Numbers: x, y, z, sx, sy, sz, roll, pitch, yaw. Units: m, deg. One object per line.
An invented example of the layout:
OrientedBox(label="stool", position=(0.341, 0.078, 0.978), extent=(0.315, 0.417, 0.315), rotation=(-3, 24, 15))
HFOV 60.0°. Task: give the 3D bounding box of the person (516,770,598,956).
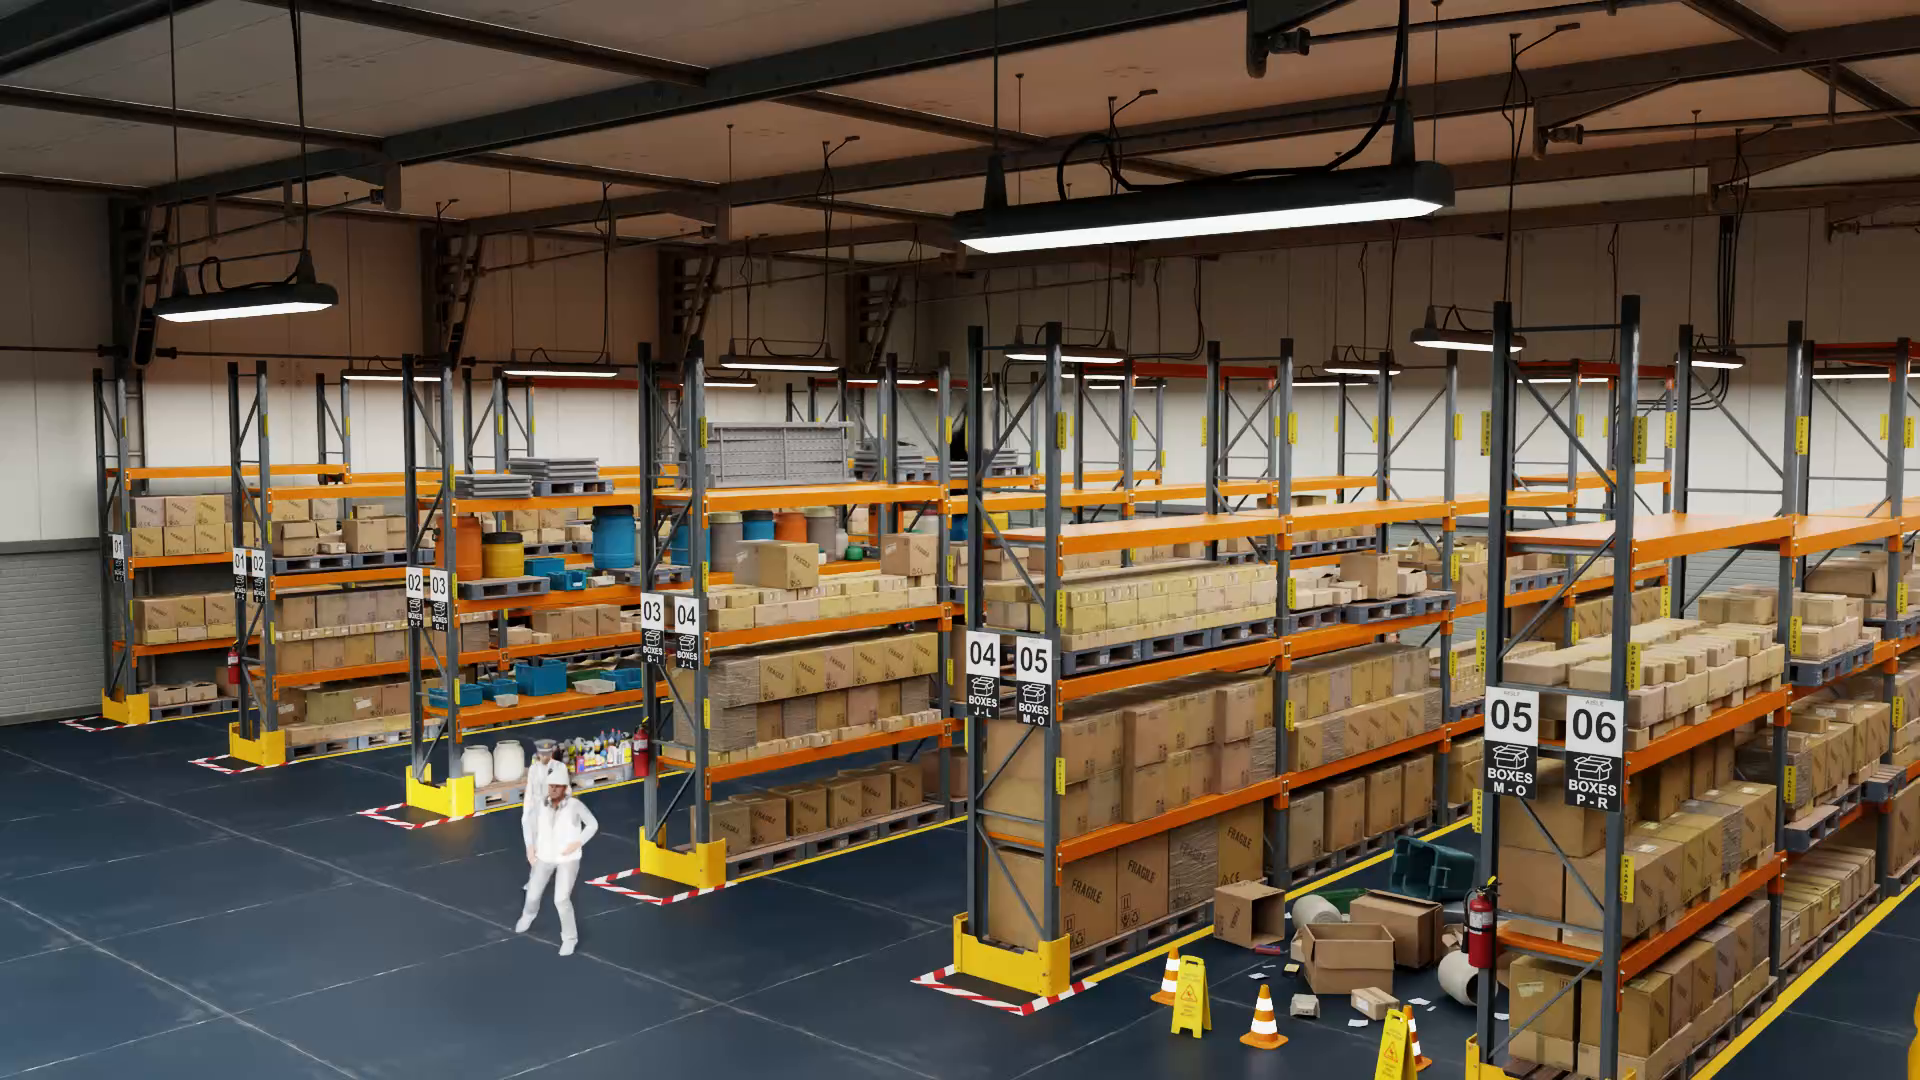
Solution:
OrientedBox(label="person", position=(-3.985, 3.120, 16.282), extent=(0.879, 1.774, 0.715), rotation=(0, 4, 2))

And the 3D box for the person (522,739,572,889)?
OrientedBox(label="person", position=(-4.533, 2.980, 18.350), extent=(0.567, 1.627, 0.707), rotation=(1, 4, 11))

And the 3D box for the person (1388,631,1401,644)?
OrientedBox(label="person", position=(7.271, 2.312, 27.778), extent=(0.565, 1.640, 0.813), rotation=(3, 5, 34))
